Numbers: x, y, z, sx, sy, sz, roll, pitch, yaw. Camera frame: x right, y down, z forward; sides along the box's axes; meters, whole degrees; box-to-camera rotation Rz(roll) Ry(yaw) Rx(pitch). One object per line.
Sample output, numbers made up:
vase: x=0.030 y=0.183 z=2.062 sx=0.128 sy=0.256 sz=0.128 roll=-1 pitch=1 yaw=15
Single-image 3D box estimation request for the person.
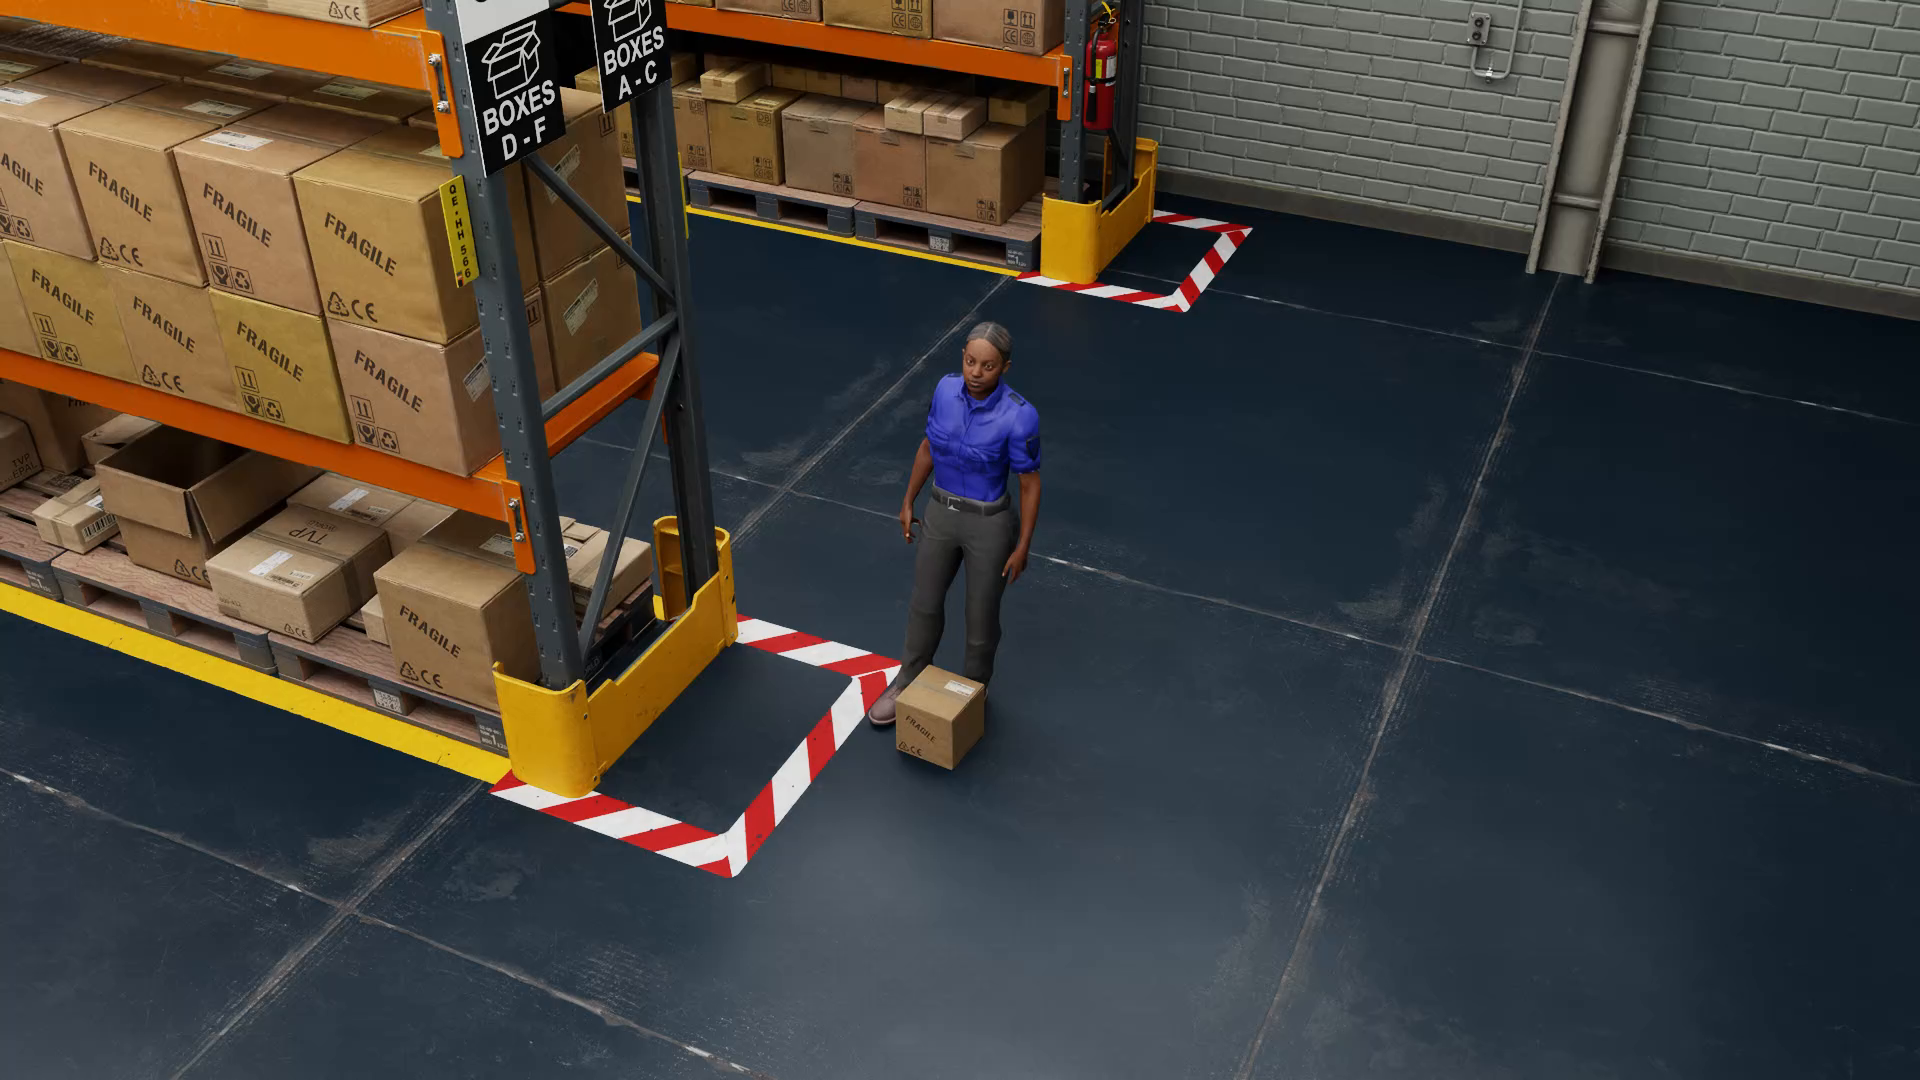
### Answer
person: x=-0.014 y=-0.010 z=6.146 sx=0.570 sy=1.657 sz=0.502 roll=18 pitch=38 yaw=25
